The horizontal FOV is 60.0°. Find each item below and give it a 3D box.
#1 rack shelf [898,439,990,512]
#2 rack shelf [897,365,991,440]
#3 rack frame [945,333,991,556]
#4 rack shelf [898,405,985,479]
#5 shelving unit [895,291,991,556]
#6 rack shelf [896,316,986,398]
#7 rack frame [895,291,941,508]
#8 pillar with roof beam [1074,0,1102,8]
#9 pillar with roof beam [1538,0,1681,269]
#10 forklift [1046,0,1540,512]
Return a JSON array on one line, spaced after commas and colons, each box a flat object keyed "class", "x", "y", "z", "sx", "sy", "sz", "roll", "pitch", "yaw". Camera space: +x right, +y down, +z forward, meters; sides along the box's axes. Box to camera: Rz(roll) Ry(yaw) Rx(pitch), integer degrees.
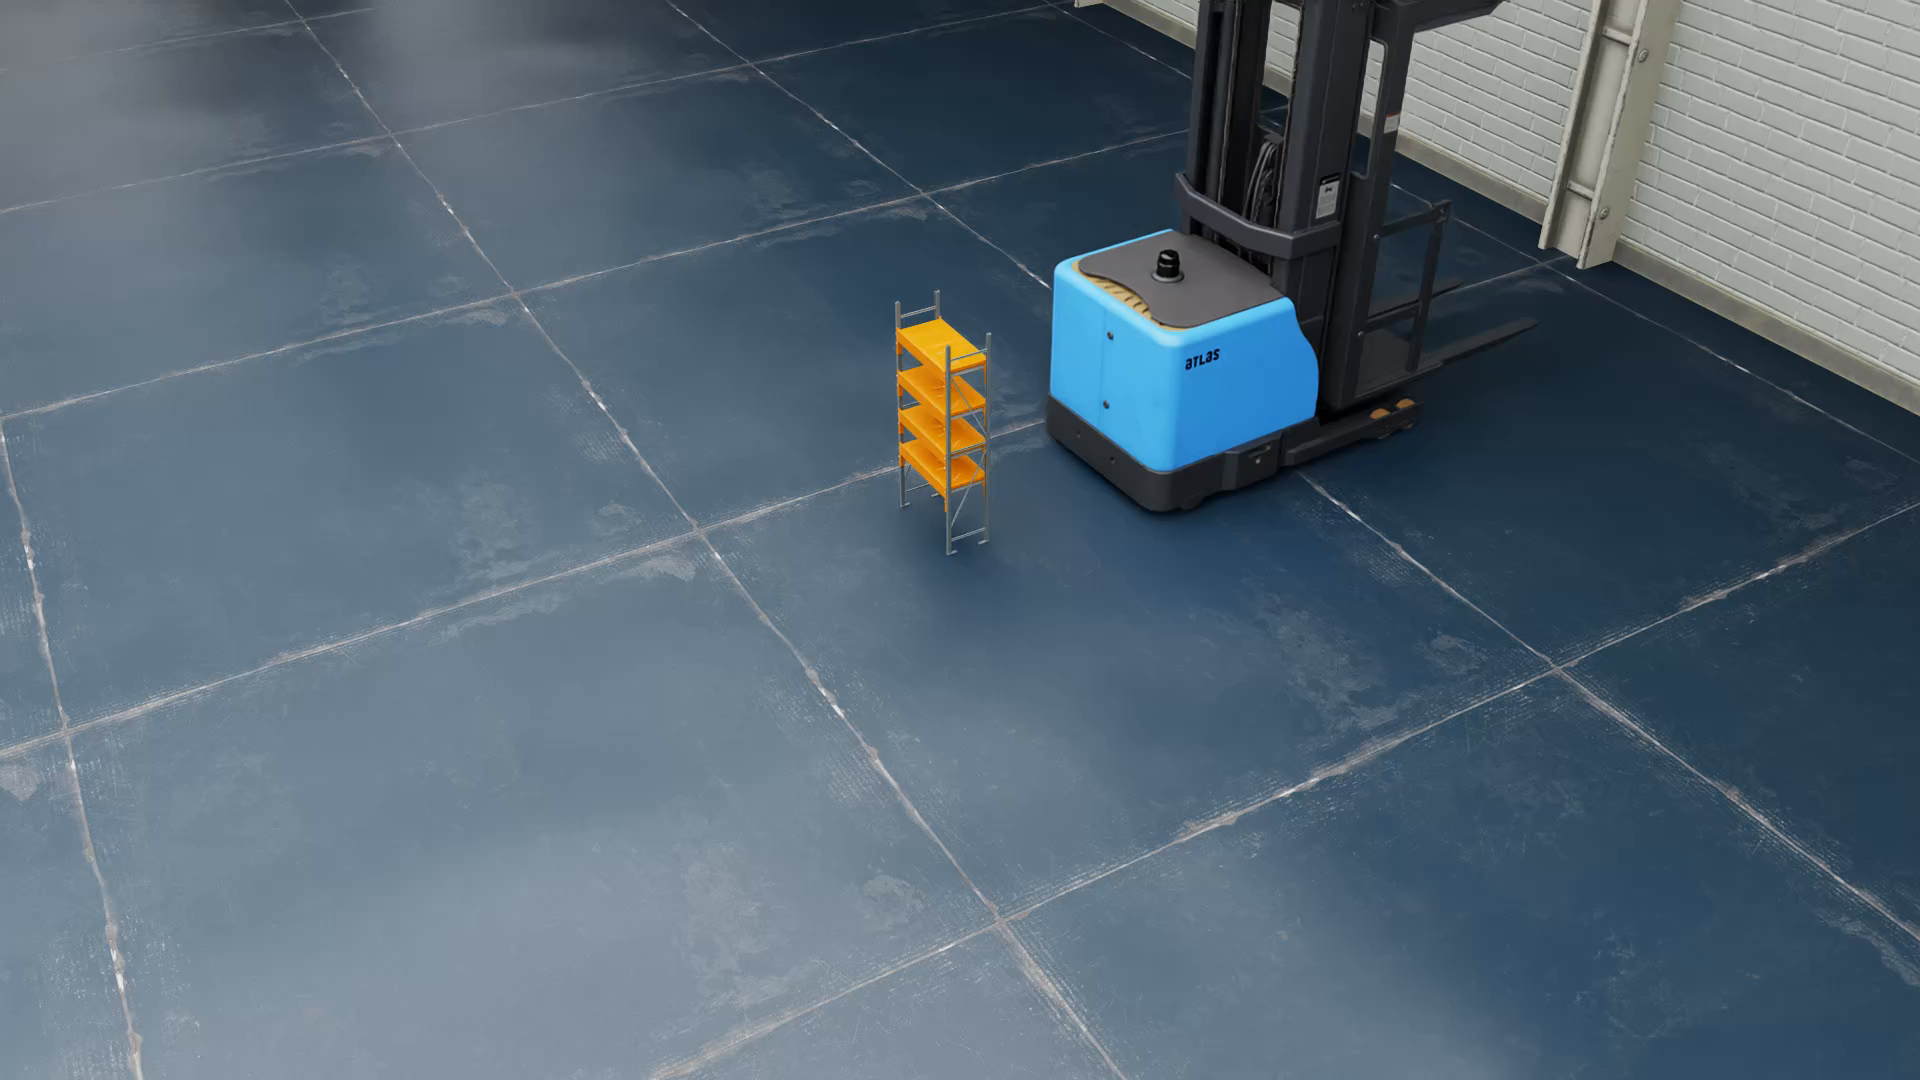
[{"class": "rack shelf", "x": -0.083, "y": -0.354, "z": 8.396, "sx": 0.258, "sy": 0.148, "sz": 0.480, "roll": -19, "pitch": 40, "yaw": -24}, {"class": "rack shelf", "x": -0.083, "y": -0.695, "z": 8.147, "sx": 0.258, "sy": 0.148, "sz": 0.480, "roll": -19, "pitch": 40, "yaw": -24}, {"class": "rack frame", "x": 0.039, "y": -0.445, "z": 8.069, "sx": 0.240, "sy": 1.200, "sz": 0.015, "roll": -19, "pitch": 40, "yaw": -24}, {"class": "rack shelf", "x": -0.083, "y": -0.515, "z": 8.279, "sx": 0.258, "sy": 0.148, "sz": 0.480, "roll": -19, "pitch": 40, "yaw": -24}, {"class": "shelving unit", "x": -0.083, "y": -0.569, "z": 8.239, "sx": 0.258, "sy": 1.200, "sz": 0.503, "roll": -19, "pitch": 40, "yaw": -24}, {"class": "rack shelf", "x": -0.083, "y": -0.886, "z": 8.007, "sx": 0.258, "sy": 0.148, "sz": 0.480, "roll": -19, "pitch": 40, "yaw": -24}, {"class": "rack frame", "x": -0.206, "y": -0.693, "z": 8.409, "sx": 0.240, "sy": 1.200, "sz": 0.015, "roll": -19, "pitch": 40, "yaw": -24}, {"class": "pillar with roof beam", "x": -2.623, "y": -7.337, "z": 10.894, "sx": 9.100, "sy": 9.000, "sz": 0.400, "roll": -19, "pitch": 40, "yaw": -24}, {"class": "pillar with roof beam", "x": 0.392, "y": -4.278, "z": 6.705, "sx": 9.100, "sy": 9.000, "sz": 0.400, "roll": -19, "pitch": 40, "yaw": -24}, {"class": "forklift", "x": 1.993, "y": -1.987, "z": 8.713, "sx": 3.031, "sy": 2.935, "sz": 1.130, "roll": -21, "pitch": 41, "yaw": -26}]
